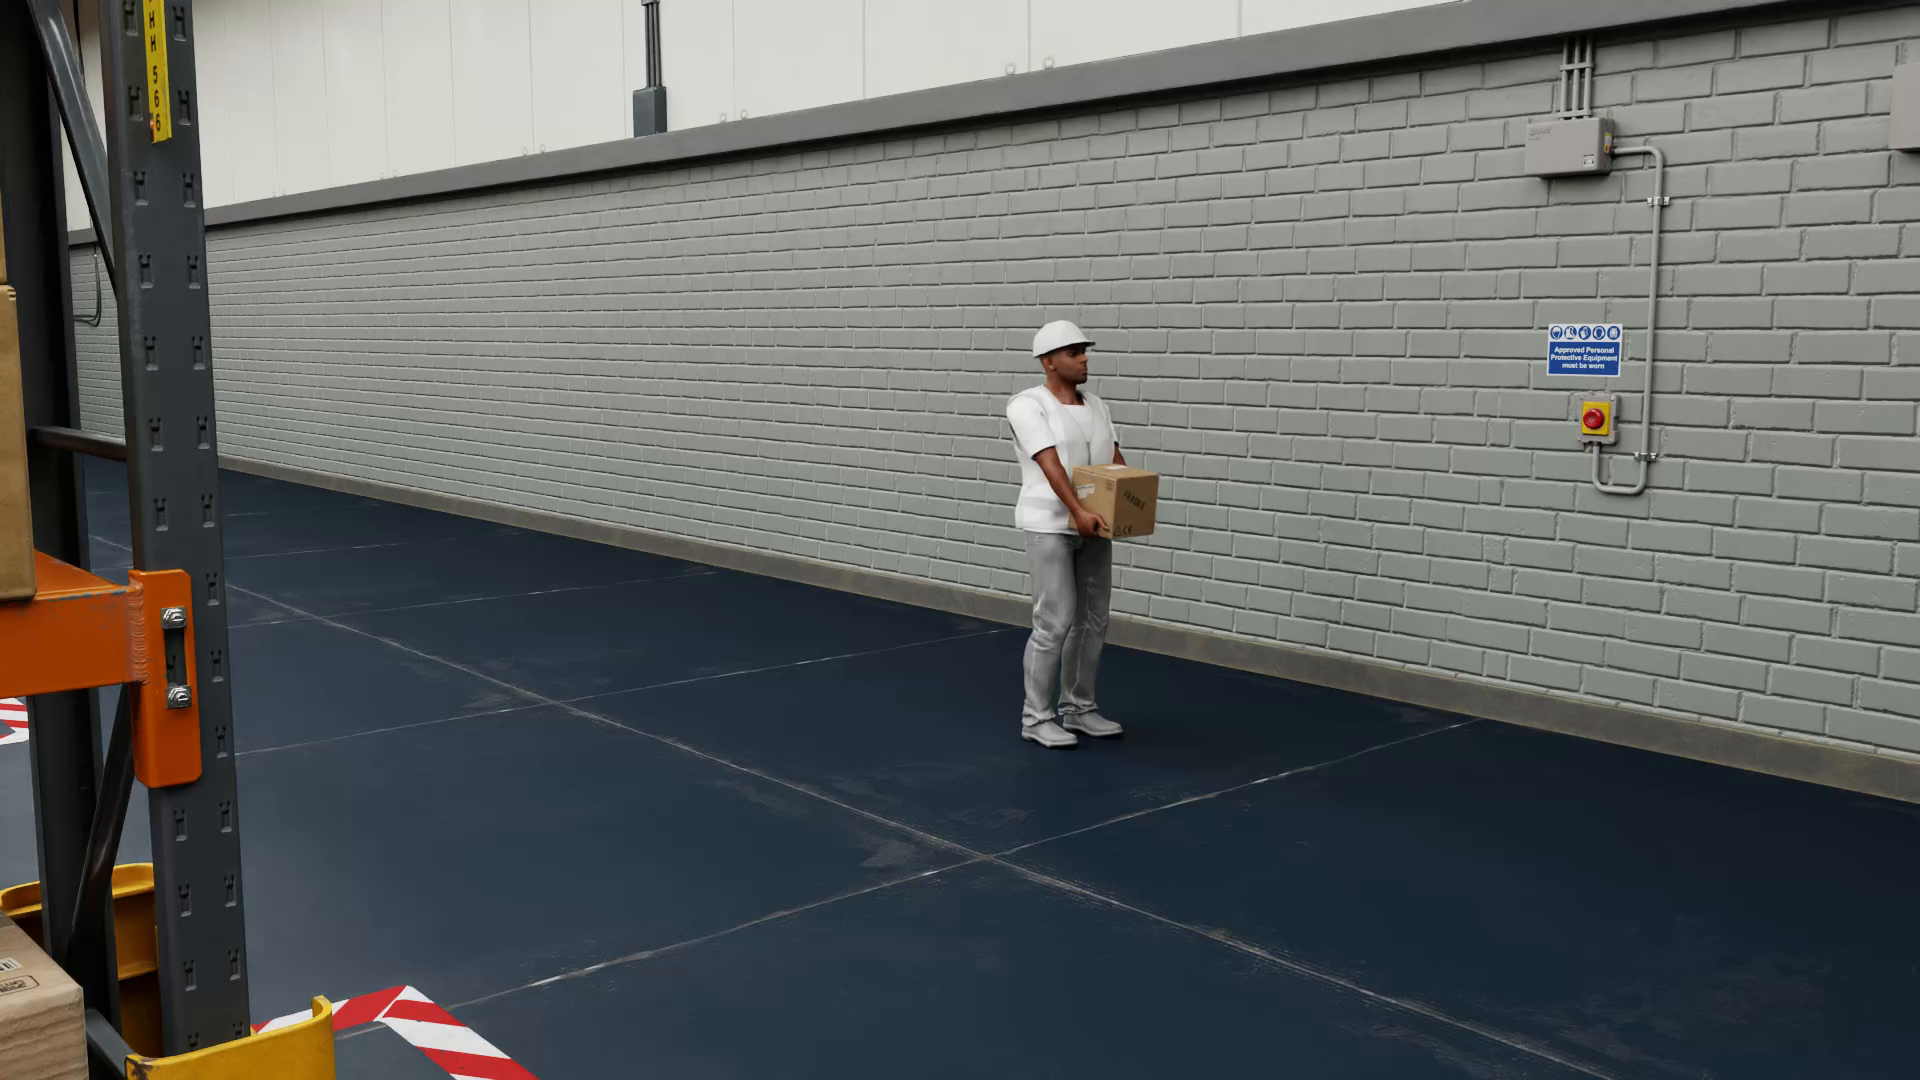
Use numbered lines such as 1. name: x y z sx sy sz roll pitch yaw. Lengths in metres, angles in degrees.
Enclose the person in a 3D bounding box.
1. person: 0.458 -0.036 6.989 0.503 1.760 0.404 -6 10 -40
